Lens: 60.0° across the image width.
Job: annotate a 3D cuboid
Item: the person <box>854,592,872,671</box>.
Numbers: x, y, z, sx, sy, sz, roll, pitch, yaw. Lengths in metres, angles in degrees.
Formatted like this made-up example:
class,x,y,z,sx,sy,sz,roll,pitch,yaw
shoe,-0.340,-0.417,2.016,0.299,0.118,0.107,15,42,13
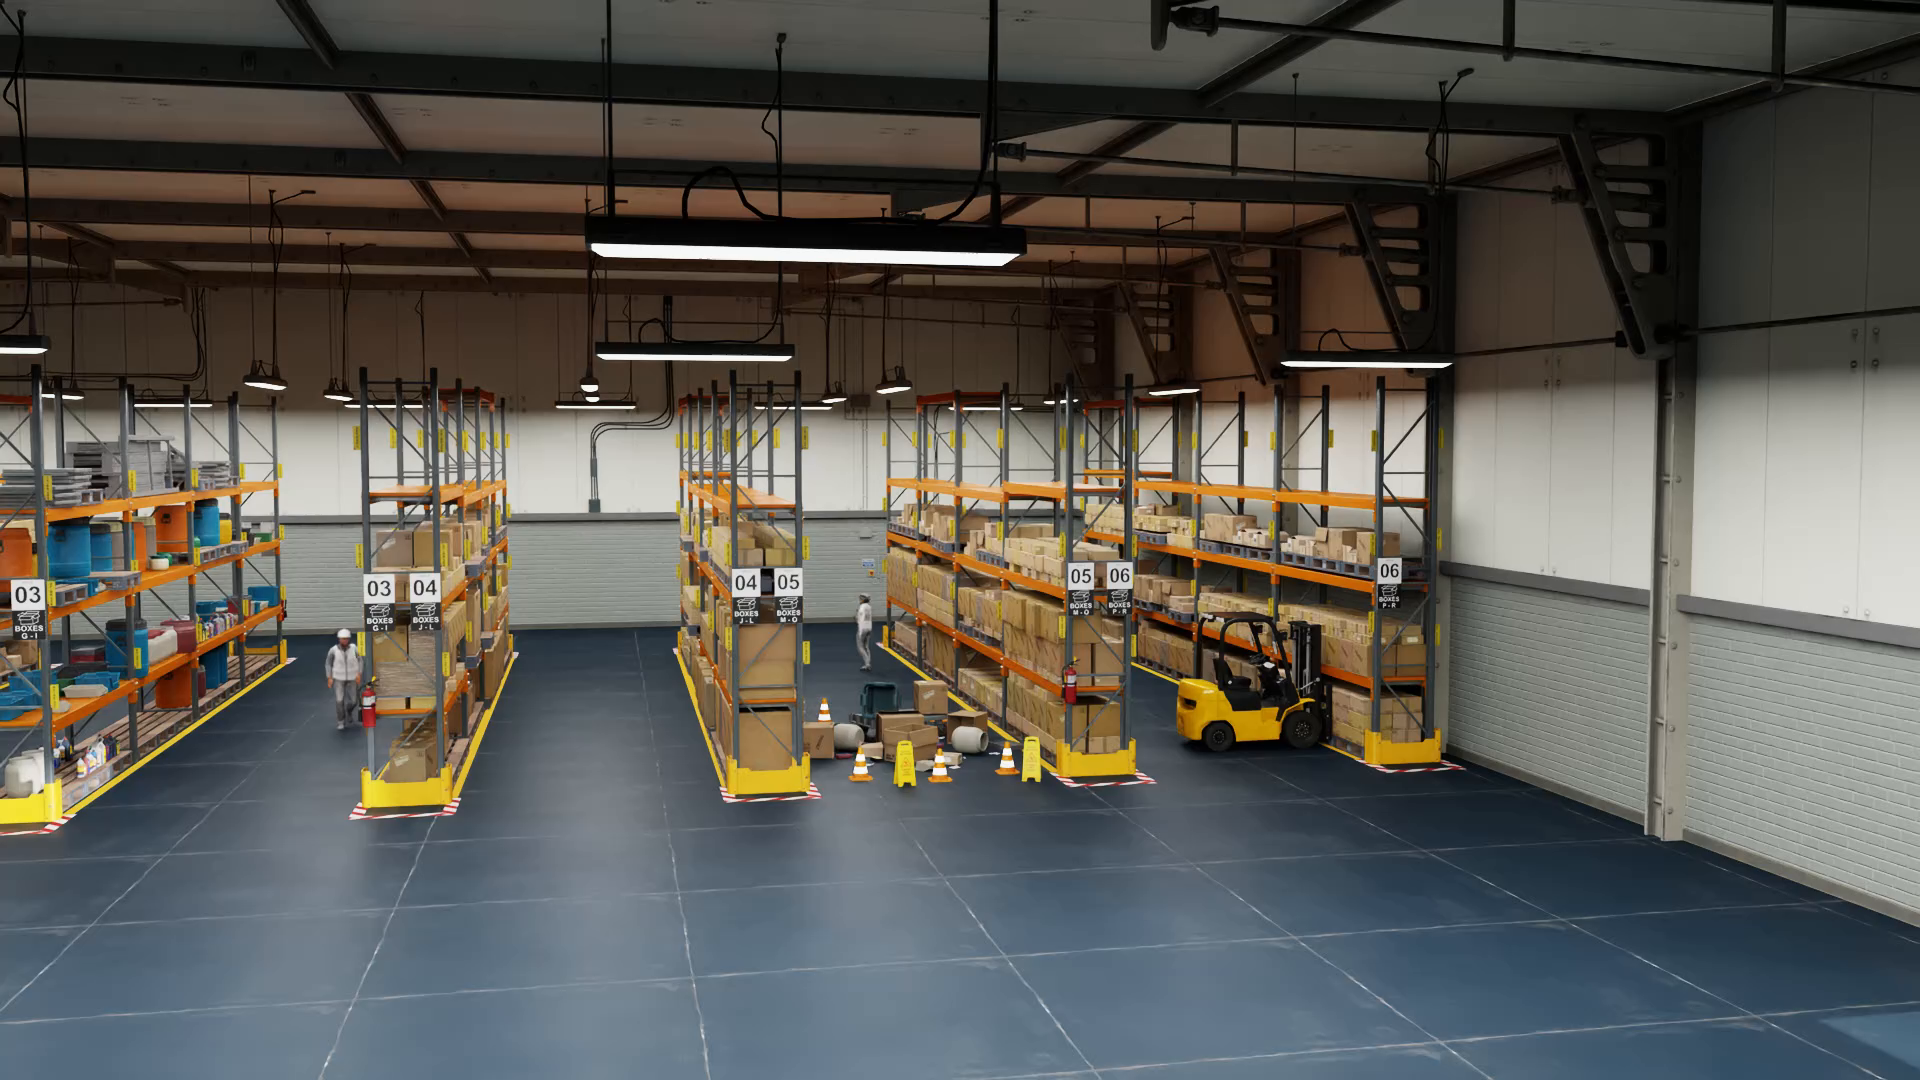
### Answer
class,x,y,z,sx,sy,sz,roll,pitch,yaw
person,-2.090,2.015,36.437,0.378,1.737,0.527,2,4,28

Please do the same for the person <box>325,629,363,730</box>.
class,x,y,z,sx,sy,sz,roll,pitch,yaw
person,-10.746,2.408,29.013,0.624,1.755,0.638,-2,4,-26
